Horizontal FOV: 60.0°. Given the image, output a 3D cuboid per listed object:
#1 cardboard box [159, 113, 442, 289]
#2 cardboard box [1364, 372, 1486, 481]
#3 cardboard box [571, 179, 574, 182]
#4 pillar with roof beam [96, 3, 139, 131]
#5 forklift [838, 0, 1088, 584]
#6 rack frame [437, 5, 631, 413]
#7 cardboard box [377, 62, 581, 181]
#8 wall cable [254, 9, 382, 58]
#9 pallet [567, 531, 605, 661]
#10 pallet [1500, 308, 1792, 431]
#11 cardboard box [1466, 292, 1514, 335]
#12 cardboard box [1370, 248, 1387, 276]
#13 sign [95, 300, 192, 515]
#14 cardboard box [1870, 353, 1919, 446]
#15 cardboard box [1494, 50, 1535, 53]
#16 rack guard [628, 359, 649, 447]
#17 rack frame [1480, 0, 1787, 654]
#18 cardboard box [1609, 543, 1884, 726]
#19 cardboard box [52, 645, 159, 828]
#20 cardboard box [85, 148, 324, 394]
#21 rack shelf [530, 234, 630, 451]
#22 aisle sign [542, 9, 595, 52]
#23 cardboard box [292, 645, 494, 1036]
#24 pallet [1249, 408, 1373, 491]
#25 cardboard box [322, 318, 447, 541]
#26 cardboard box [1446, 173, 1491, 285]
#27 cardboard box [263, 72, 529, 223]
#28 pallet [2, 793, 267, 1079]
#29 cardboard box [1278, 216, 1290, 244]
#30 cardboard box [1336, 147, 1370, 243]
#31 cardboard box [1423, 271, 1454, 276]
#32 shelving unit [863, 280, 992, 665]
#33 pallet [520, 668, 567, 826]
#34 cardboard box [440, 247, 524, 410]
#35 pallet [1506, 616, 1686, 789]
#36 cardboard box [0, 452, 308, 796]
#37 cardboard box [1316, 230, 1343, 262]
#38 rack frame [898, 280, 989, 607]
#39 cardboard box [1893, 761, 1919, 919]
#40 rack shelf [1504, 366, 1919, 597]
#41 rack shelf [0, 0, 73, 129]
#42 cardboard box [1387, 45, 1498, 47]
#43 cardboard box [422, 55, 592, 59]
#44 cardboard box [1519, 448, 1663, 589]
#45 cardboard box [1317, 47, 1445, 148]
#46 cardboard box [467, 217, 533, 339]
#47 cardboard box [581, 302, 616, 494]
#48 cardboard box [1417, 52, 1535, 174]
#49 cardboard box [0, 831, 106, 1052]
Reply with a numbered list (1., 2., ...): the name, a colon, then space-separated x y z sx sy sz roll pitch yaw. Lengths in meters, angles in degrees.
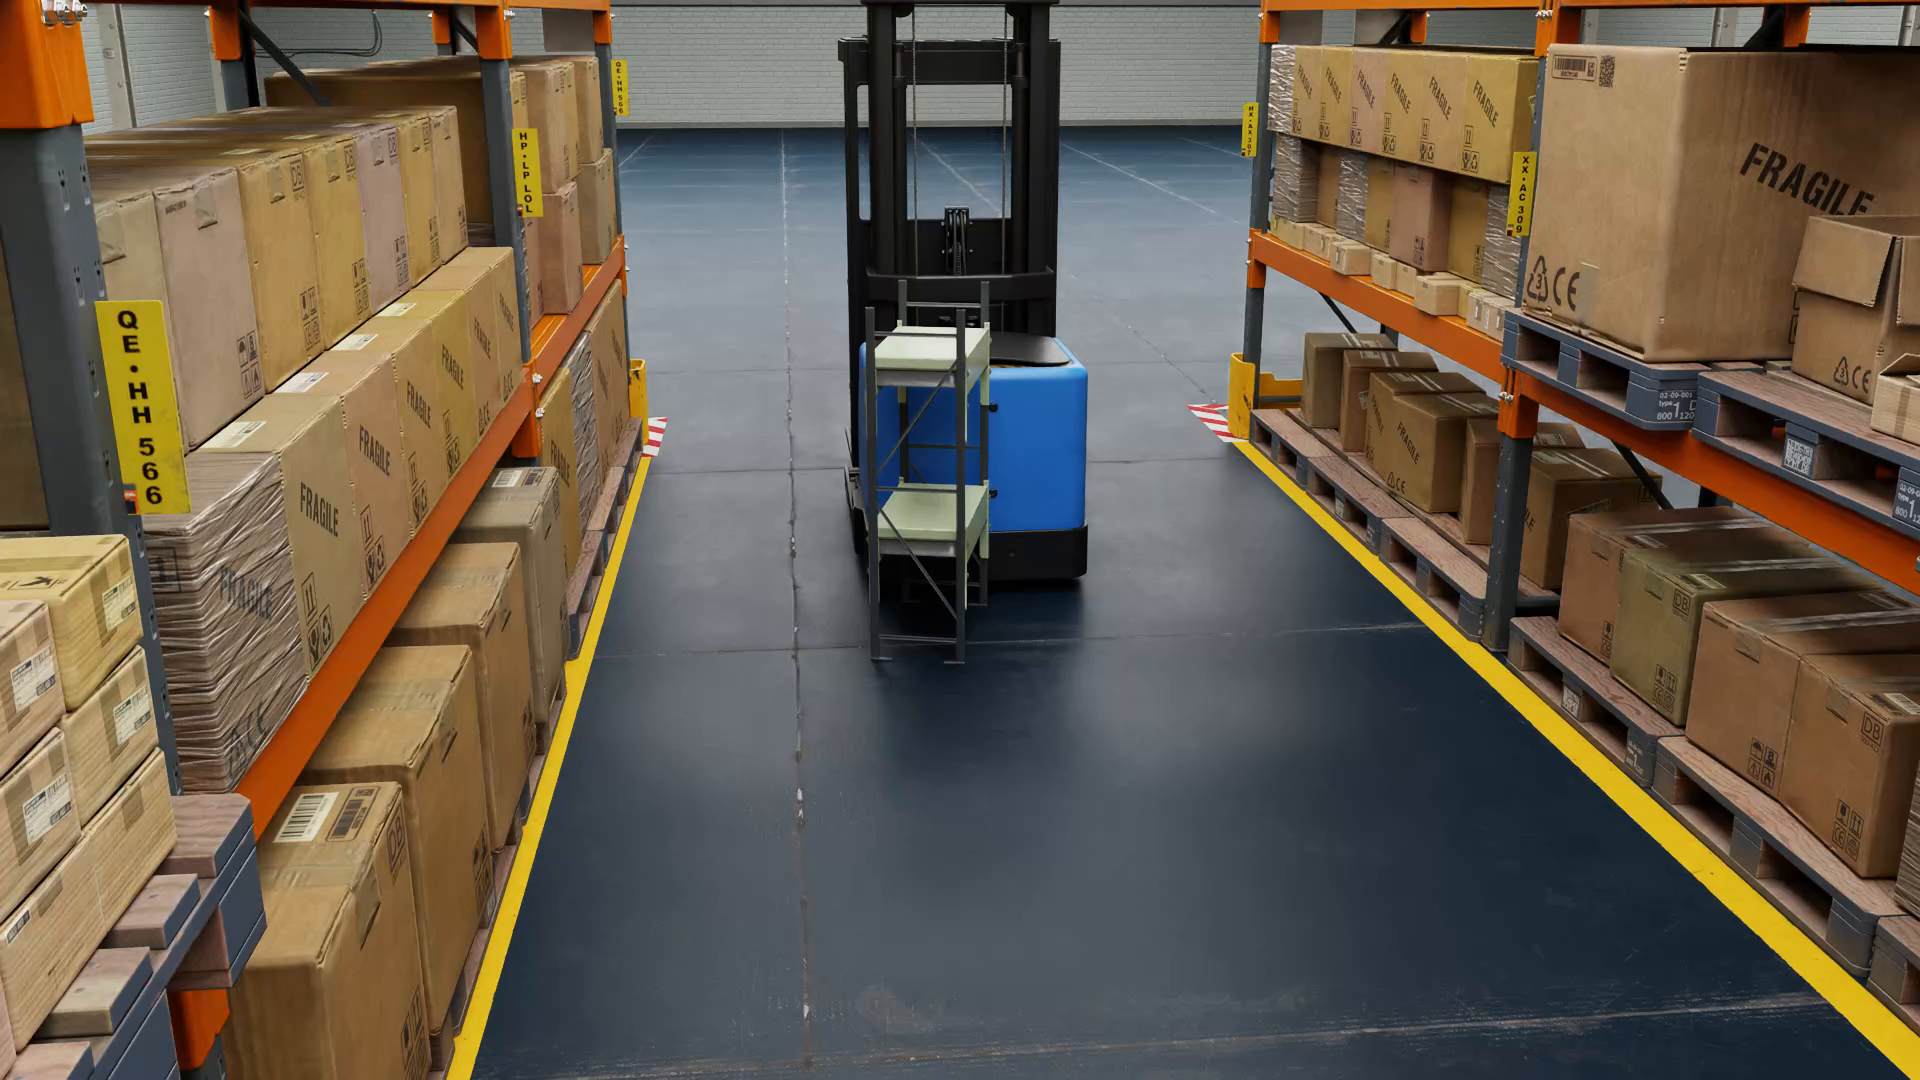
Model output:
1. cardboard box: -2.065 -1.077 5.263 0.700 0.500 0.500 -2 18 -7
2. cardboard box: 2.543 -0.625 9.132 0.500 0.500 0.500 0 17 0
3. cardboard box: -2.495 -1.673 8.749 0.875 0.550 0.550 -2 18 -6
4. pillar with roof beam: -11.458 -11.618 30.659 9.100 9.000 0.400 -2 18 -6
5. forklift: -0.068 -1.586 8.836 1.130 2.935 3.031 -2 18 -6
6. rack frame: -2.590 -2.045 10.182 1.000 3.000 0.127 -2 18 -6
7. cardboard box: -2.335 -2.034 8.094 0.875 0.550 0.500 -2 18 -6
8. wall cable: -15.347 -12.709 39.320 3.097 2.526 0.112 -2 18 -6
9. pallet: -2.178 0.248 7.533 1.003 0.211 1.213 -2 18 -6
10. pallet: 2.701 -0.652 6.068 1.003 0.211 1.213 -2 18 -6
11. cardboard box: 2.436 -0.986 7.229 0.380 0.149 0.250 -2 18 -6
12. cardboard box: 2.363 -1.435 8.661 0.380 0.149 0.250 -2 18 -6
13. sign: -1.226 -0.196 2.491 0.100 0.325 0.005 -2 18 -6
14. cardboard box: 2.739 -0.409 4.496 0.396 0.266 0.258 -2 18 -7
15. cardboard box: 2.869 -2.083 7.970 0.500 0.500 0.500 -2 18 -6
16. rack guard: -2.592 -0.859 10.580 1.175 0.500 0.348 -2 18 -6
17. rack frame: 2.767 -0.976 6.779 1.000 3.000 0.127 -2 18 -6
18. cardboard box: 2.839 0.333 6.048 0.700 0.500 0.500 -2 18 -6
19. cardboard box: -1.261 0.249 2.097 0.380 0.149 0.250 -1 17 -5
20. cardboard box: -1.910 -0.624 3.819 0.700 0.500 0.500 -2 18 -6
21. rack shelf: -2.383 -1.106 8.392 1.077 0.370 4.000 -2 18 -6
22. aisle sign: -2.299 -3.315 9.890 0.394 0.787 0.004 -2 18 -6
23. cardboard box: -1.831 0.767 4.281 1.050 0.750 0.750 -2 17 -5
24. pallet: 2.411 -0.572 10.146 1.003 0.211 1.213 -2 18 -6
25. cardboard box: -1.698 -0.301 4.462 0.500 0.500 0.500 -2 18 -6
26. cardboard box: 2.765 -1.452 7.630 0.875 0.500 0.500 -2 18 -6
27. cardboard box: -2.181 -1.551 6.556 0.875 0.550 0.550 -2 18 -6
28. pallet: -1.585 0.639 1.953 1.213 0.211 1.003 -2 18 -6
29. cardboard box: 2.153 -1.881 10.079 0.380 0.149 0.250 -2 18 -6
30. cardboard box: 2.563 -1.897 9.049 0.875 0.500 0.500 -2 18 -6
31. cardboard box: 2.439 -1.212 7.949 0.380 0.149 0.250 -2 18 -6
32. shelving unit: -0.125 -0.309 7.157 0.431 1.500 0.755 3 18 8
33. pallet: -2.023 0.705 6.079 1.003 0.211 1.213 -2 18 -6
34. cardboard box: -1.857 -0.754 5.903 0.500 0.500 0.500 -2 18 -6
35. pallet: 2.849 0.586 6.458 1.003 0.211 1.213 -2 18 -6
36. cardboard box: -1.542 0.149 3.028 0.500 0.500 0.500 -2 17 -5
37. cardboard box: 2.229 -1.657 9.367 0.380 0.149 0.250 -2 18 -6
38. rack frame: -0.072 -0.417 7.503 0.400 1.500 0.023 3 18 8
39. cardboard box: 3.020 0.834 4.450 0.700 0.500 0.500 -3 18 -10
40. rack shelf: 2.973 -0.037 4.988 1.077 0.370 4.000 -2 18 -6
41. rack shelf: -1.558 -0.153 0.351 1.077 0.370 4.000 -2 18 -6
42. cardboard box: 2.714 -2.530 9.394 0.500 0.500 0.500 -2 18 -6
43. cardboard box: -2.590 -2.520 9.642 0.875 0.550 0.550 -2 18 -6
44. cardboard box: 2.765 -0.104 7.474 0.500 0.500 0.500 -2 18 -7
45. cardboard box: 2.237 -2.364 8.867 0.500 0.500 0.500 -2 18 -6
46. cardboard box: -2.227 -1.034 6.713 0.875 0.550 0.550 -2 18 -6
47. cardboard box: -2.361 -0.769 8.966 0.875 0.875 0.875 -2 18 -7
48. cardboard box: 2.394 -1.917 7.444 0.500 0.500 0.500 -2 18 -6
49. cardboard box: -1.233 0.465 1.906 0.380 0.149 0.250 -2 18 -6
